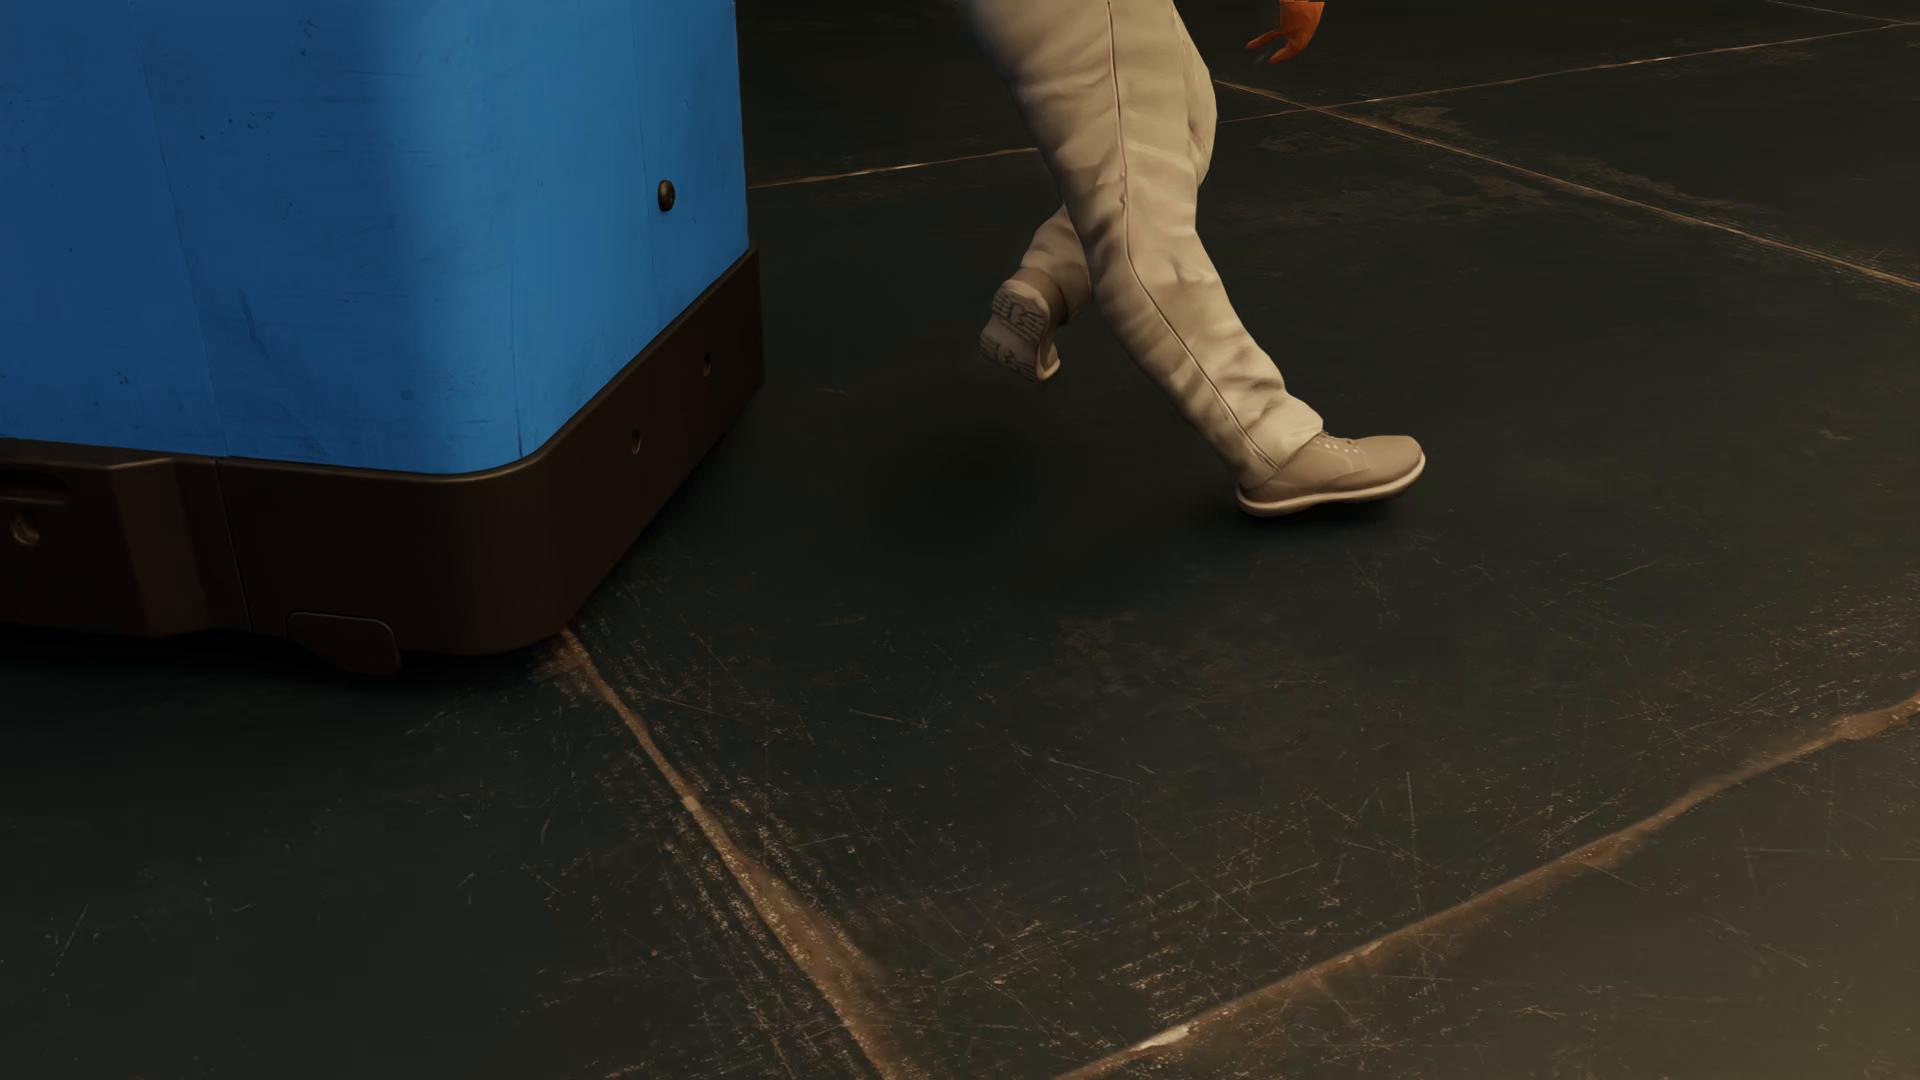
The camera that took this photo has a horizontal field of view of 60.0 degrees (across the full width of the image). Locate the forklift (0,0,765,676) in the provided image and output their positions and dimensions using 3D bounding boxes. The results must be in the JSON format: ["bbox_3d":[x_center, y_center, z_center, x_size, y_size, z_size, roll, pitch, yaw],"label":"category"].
[{"bbox_3d":[-1.907,-1.456,2.130,3.031,2.935,1.130,5,27,10],"label":"forklift"}]

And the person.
[{"bbox_3d":[0.325,-0.864,2.450,0.693,1.554,0.700,-5,27,-10],"label":"person"}]
